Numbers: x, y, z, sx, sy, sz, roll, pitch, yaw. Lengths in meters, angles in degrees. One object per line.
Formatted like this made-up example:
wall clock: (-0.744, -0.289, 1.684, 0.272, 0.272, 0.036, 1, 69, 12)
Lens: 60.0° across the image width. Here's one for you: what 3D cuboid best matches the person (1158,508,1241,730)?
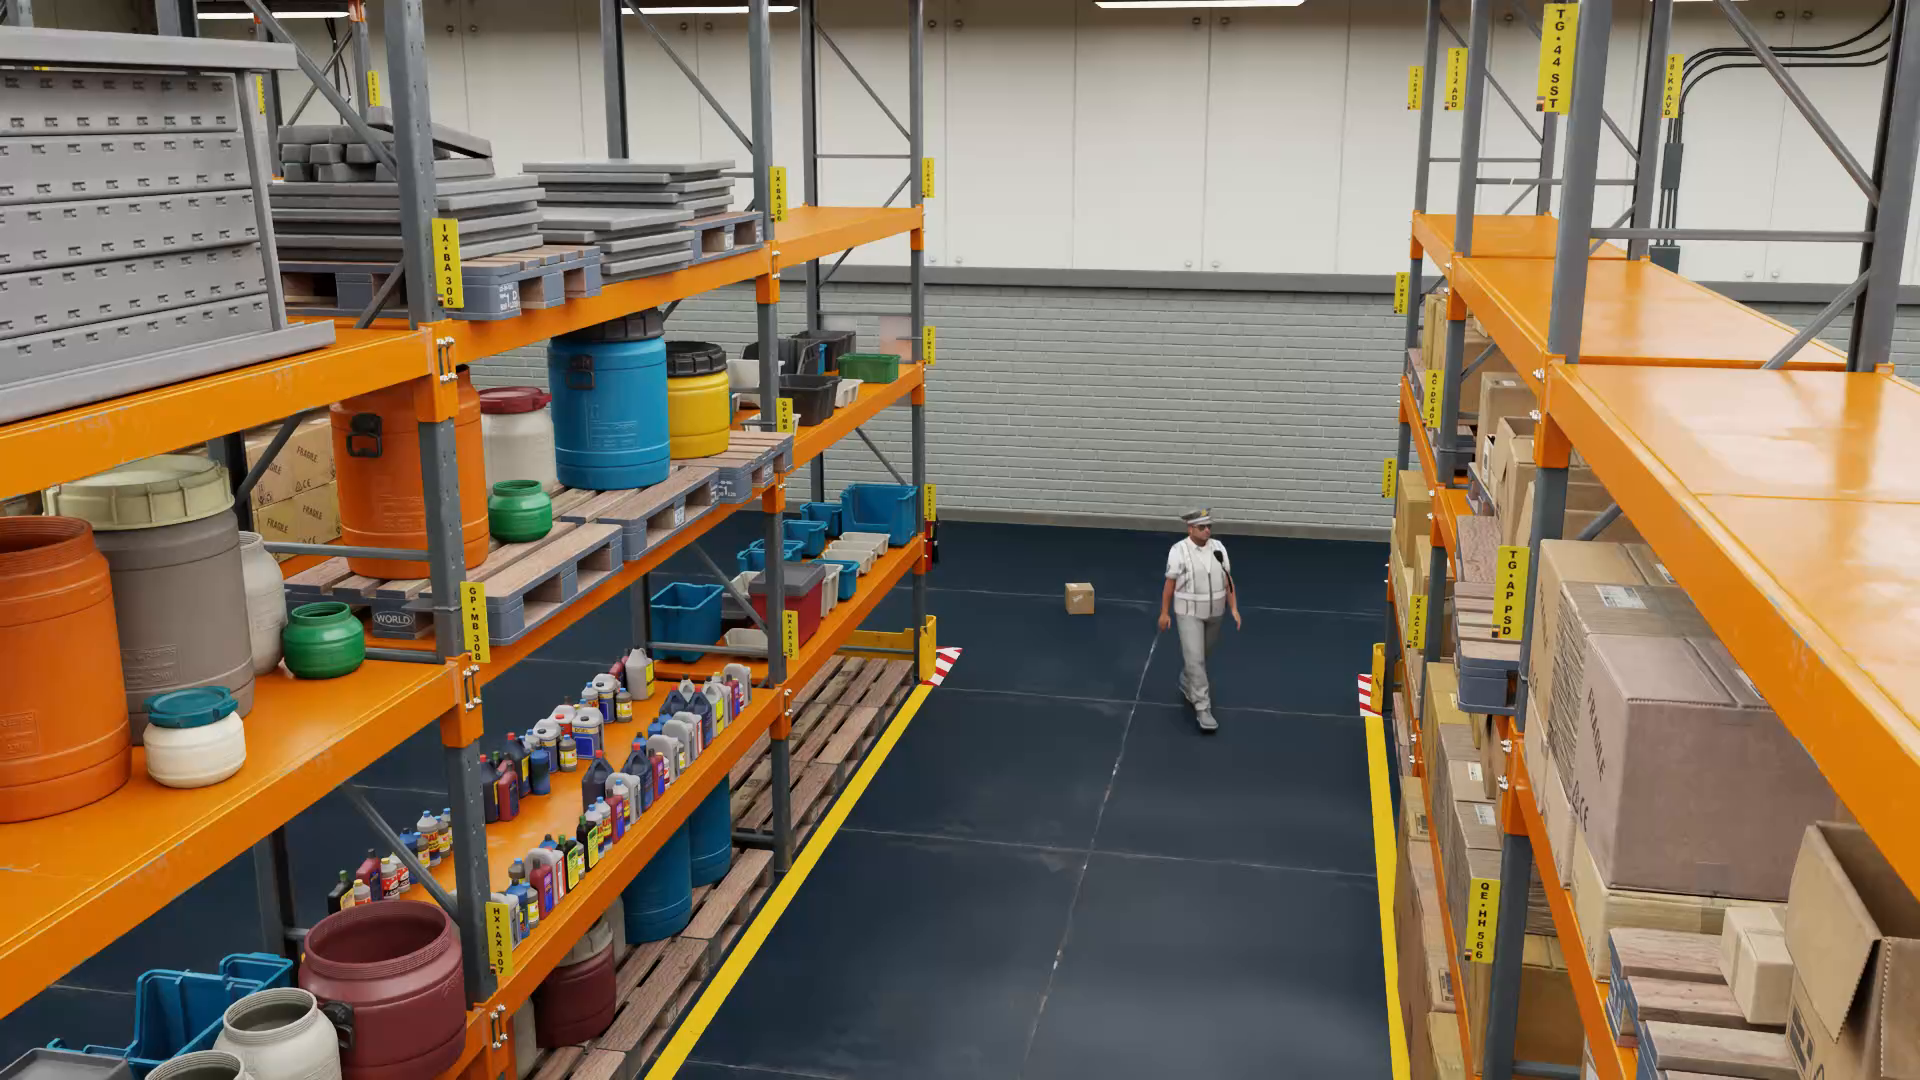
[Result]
person: (2.015, 0.590, 13.637, 0.576, 1.717, 0.989, -6, 16, -21)
